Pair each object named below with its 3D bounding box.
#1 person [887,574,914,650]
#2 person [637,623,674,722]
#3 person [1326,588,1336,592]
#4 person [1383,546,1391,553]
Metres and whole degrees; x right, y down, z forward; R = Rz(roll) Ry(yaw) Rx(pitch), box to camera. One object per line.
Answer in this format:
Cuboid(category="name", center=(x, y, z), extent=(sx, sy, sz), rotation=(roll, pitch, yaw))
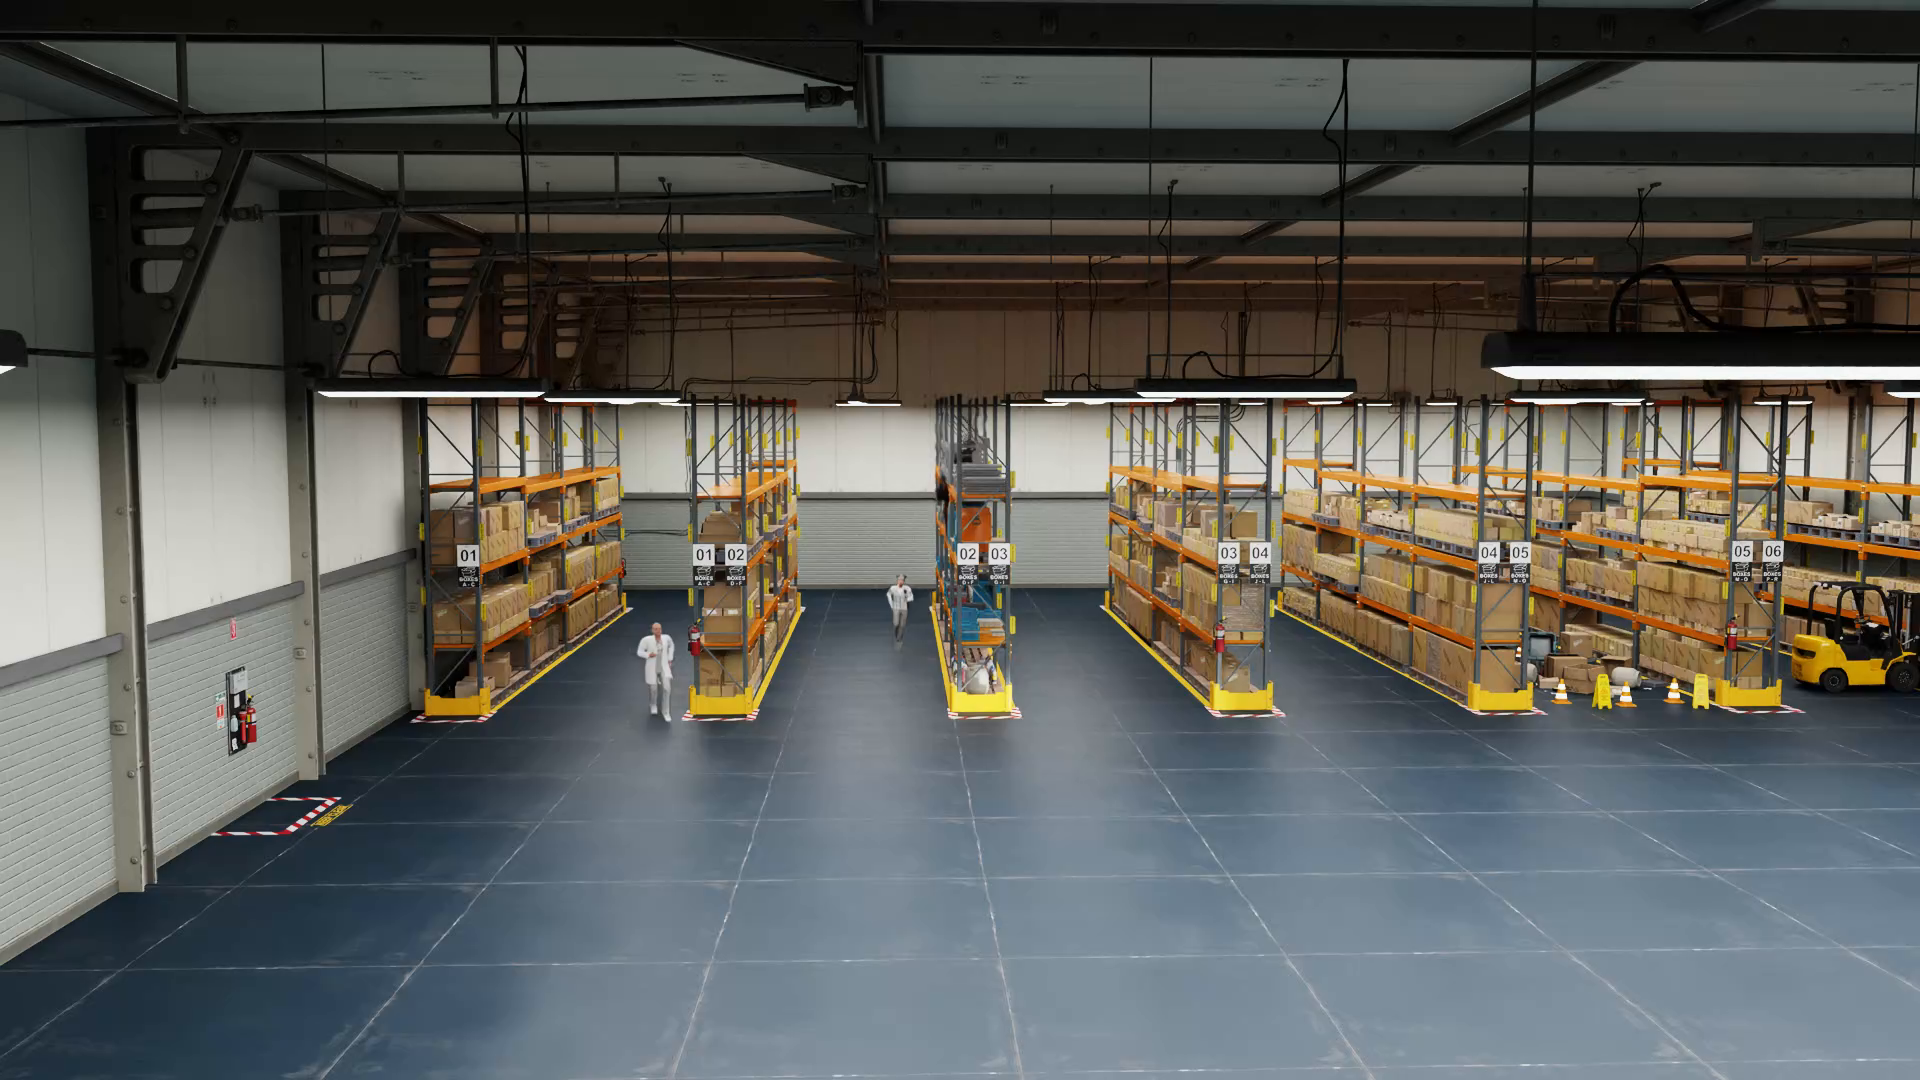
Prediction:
Cuboid(category="person", center=(-1.354, 1.633, 37.920), extent=(0.599, 1.750, 0.709), rotation=(0, 5, -4))
Cuboid(category="person", center=(-5.622, 2.425, 30.790), extent=(0.723, 1.822, 0.932), rotation=(-2, 5, -20))
Cuboid(category="person", center=(10.828, 1.116, 48.425), extent=(0.606, 1.649, 0.720), rotation=(-4, 6, -43))
Cuboid(category="person", center=(12.609, 1.019, 49.119), extent=(0.661, 1.675, 0.681), rotation=(0, 4, 1))
